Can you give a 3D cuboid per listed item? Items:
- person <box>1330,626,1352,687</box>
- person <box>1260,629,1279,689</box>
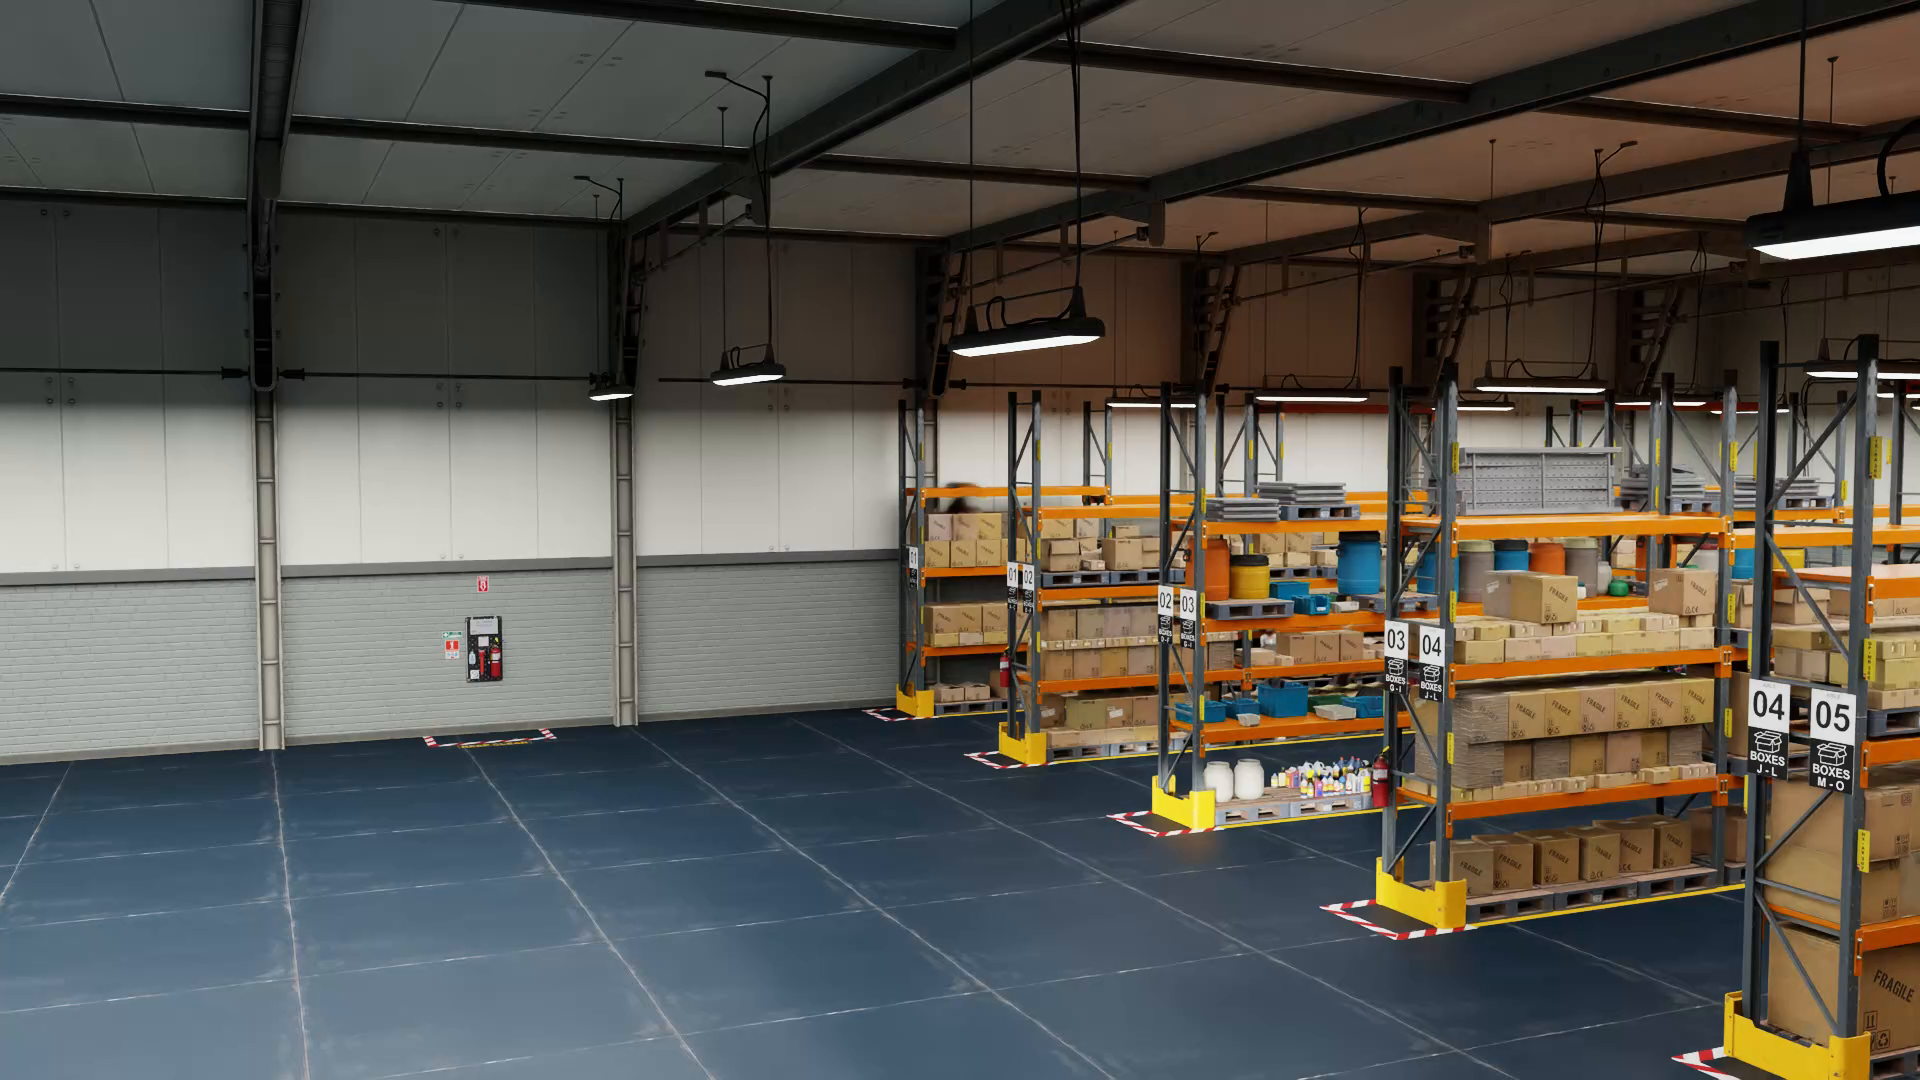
[{"bbox_3d":[7.255,2.480,31.785,0.952,1.686,0.617,-1,4,-19],"label":"person"},{"bbox_3d":[6.175,2.441,33.052,0.490,1.606,0.412,0,3,6],"label":"person"}]
